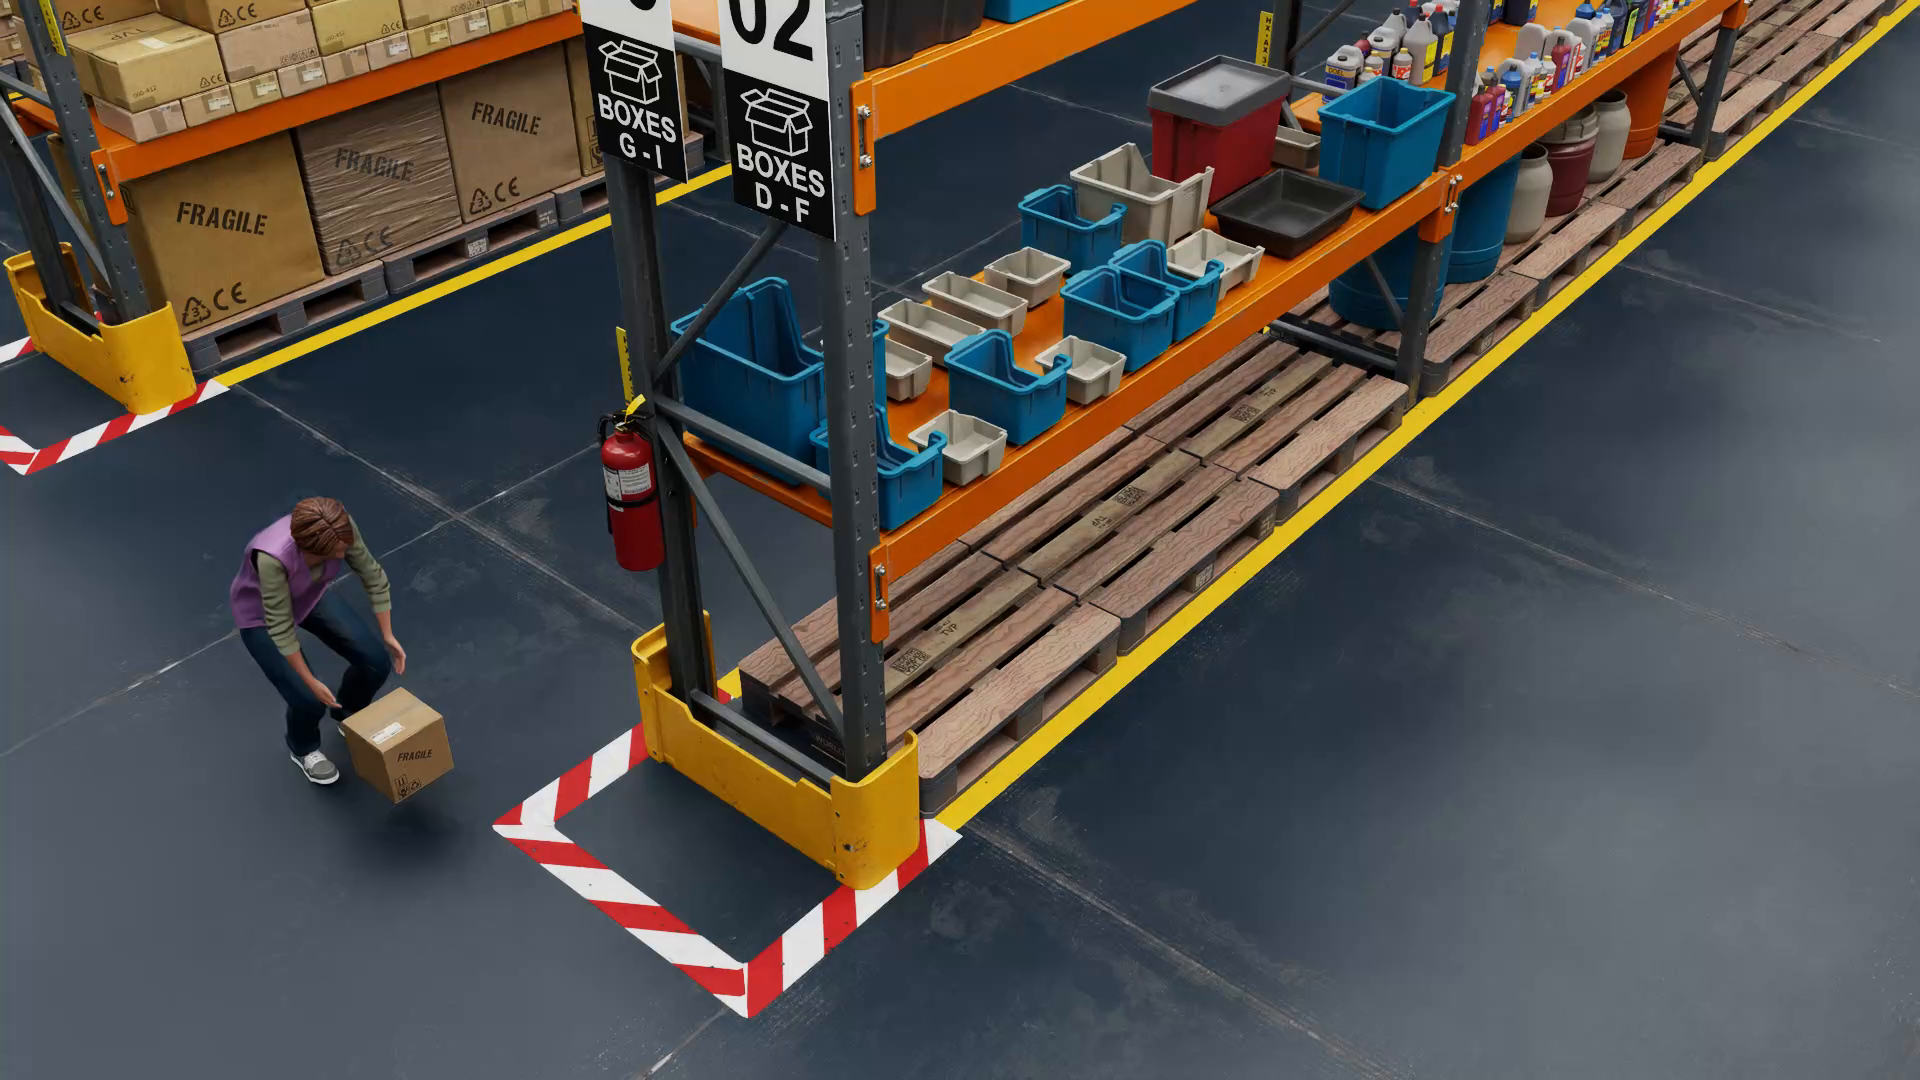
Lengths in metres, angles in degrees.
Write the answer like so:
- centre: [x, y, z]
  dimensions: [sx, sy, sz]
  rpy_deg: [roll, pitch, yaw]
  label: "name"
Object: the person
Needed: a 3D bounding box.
- centre: [-2.312, 0.313, 6.014]
  dimensions: [0.666, 1.257, 0.463]
  rpy_deg: [26, 43, 32]
  label: "person"
